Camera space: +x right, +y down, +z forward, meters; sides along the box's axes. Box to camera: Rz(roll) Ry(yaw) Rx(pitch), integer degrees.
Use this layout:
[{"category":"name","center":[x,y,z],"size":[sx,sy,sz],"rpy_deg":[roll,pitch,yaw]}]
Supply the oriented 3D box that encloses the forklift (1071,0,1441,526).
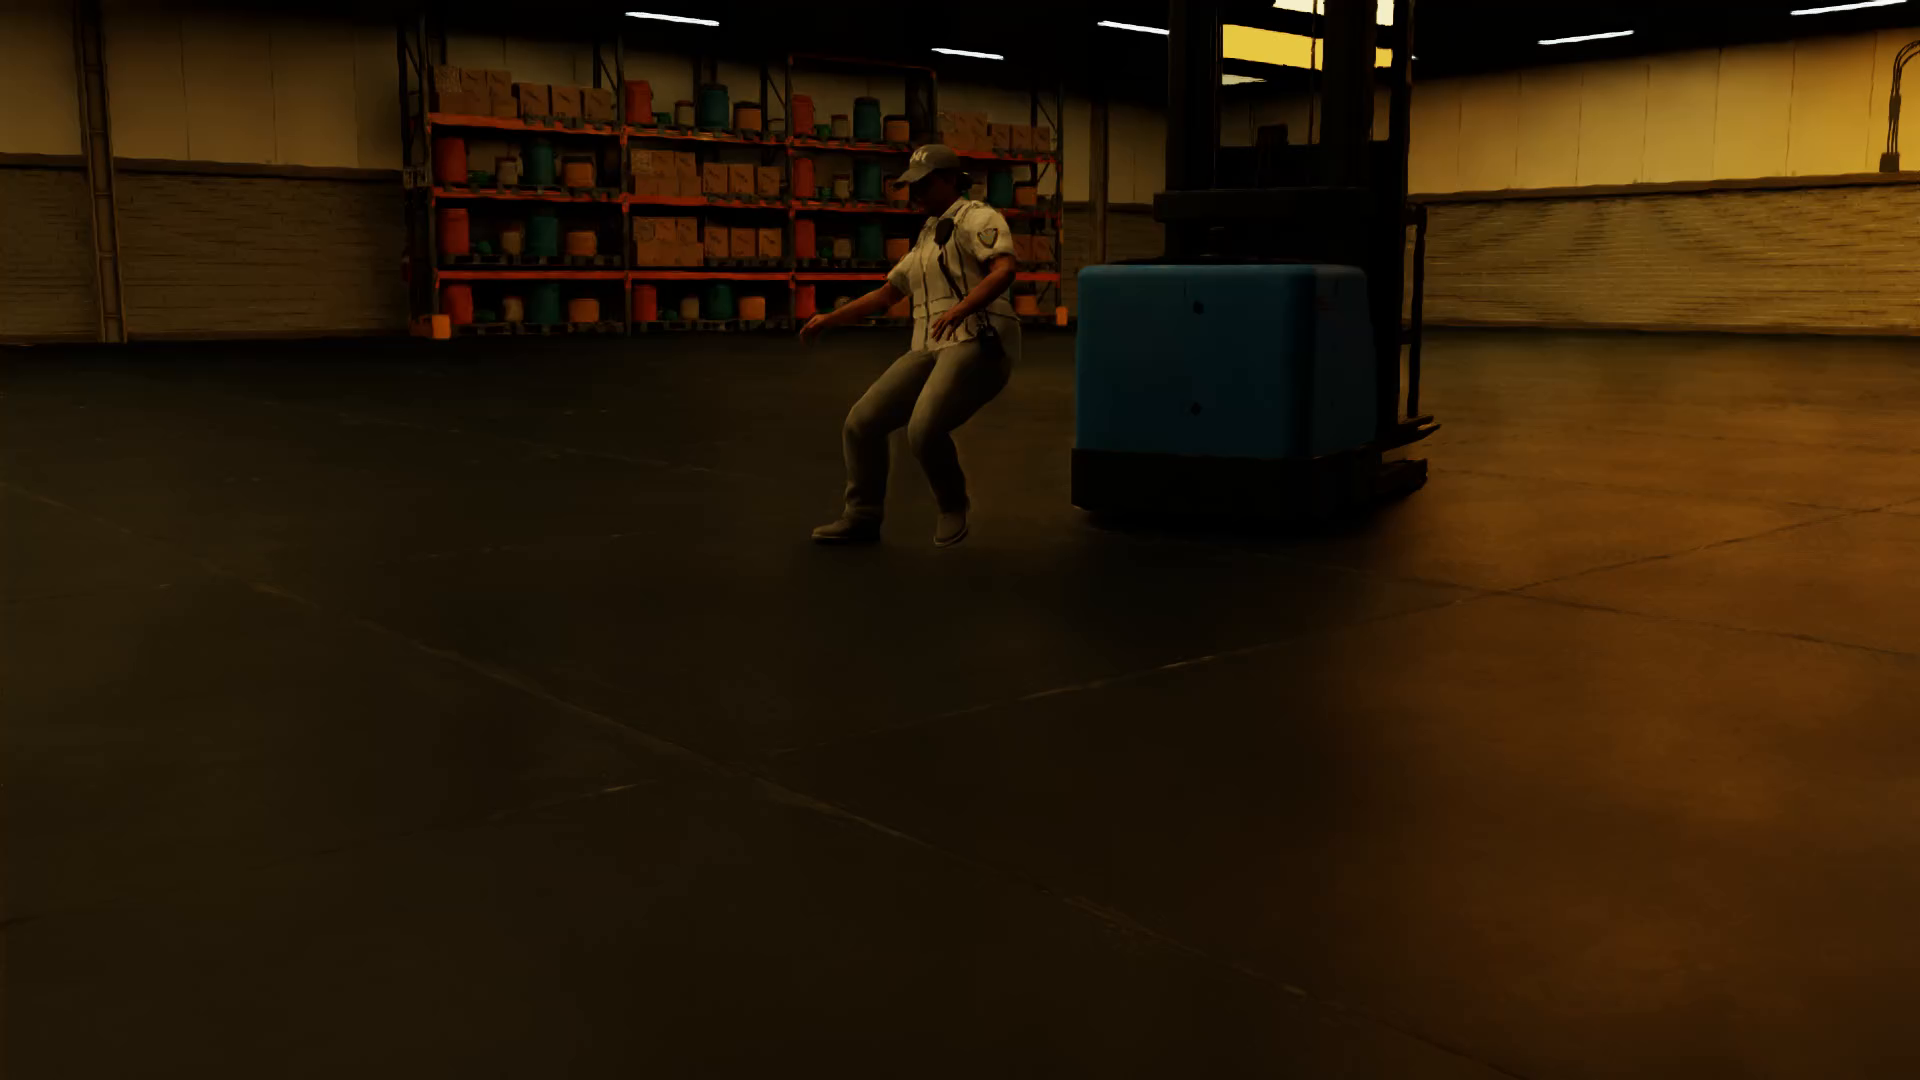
[{"category":"forklift","center":[1.627,-1.689,7.869],"size":[1.130,2.935,3.031],"rpy_deg":[5,10,29]}]

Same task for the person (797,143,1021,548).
[{"category":"person","center":[-0.167,-0.713,6.189],"size":[0.679,1.507,0.816],"rpy_deg":[-6,11,-34]}]
